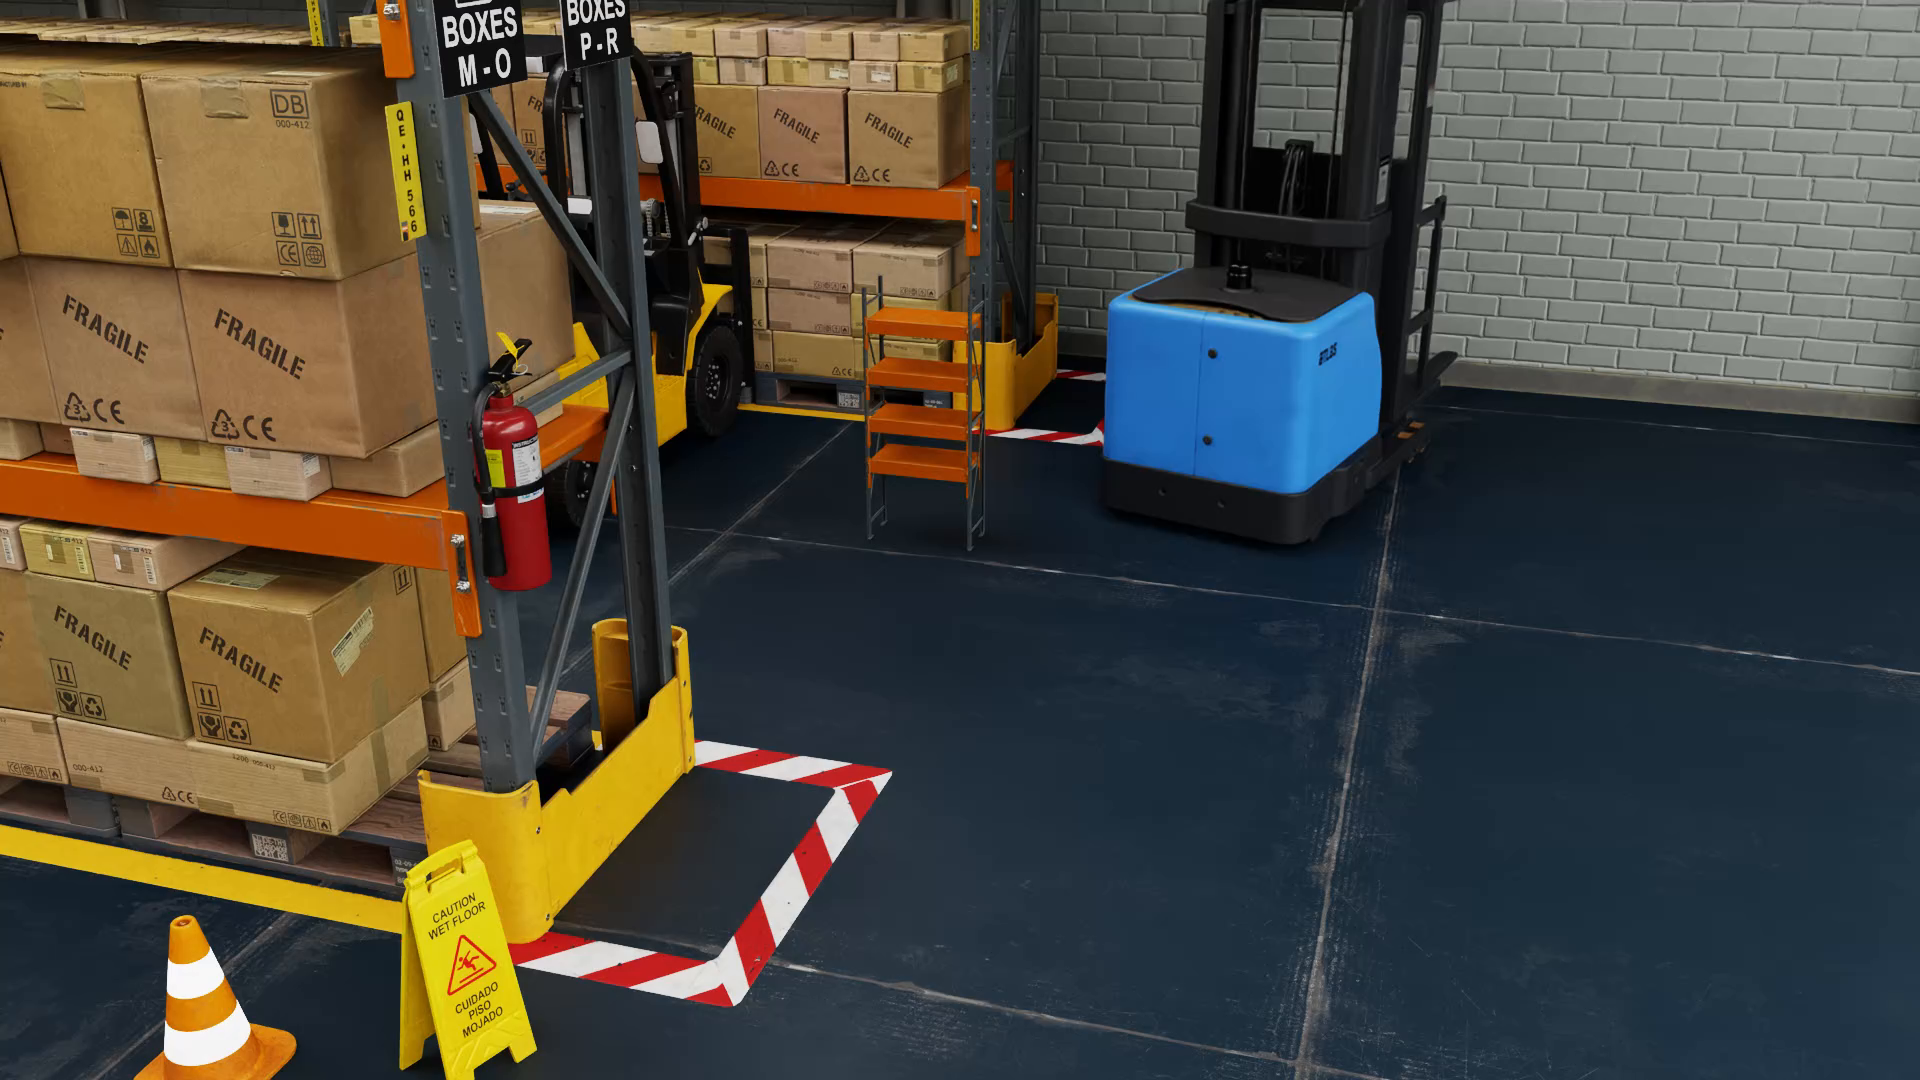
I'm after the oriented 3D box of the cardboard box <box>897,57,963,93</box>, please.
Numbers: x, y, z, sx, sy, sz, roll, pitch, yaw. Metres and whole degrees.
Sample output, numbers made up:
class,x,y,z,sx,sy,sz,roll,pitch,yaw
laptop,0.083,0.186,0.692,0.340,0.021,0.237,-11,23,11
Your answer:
class,x,y,z,sx,sy,sz,roll,pitch,yaw
cardboard box,-0.159,-2.505,8.938,0.250,0.149,0.380,7,23,16

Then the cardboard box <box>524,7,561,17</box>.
class,x,y,z,sx,sy,sz,roll,pitch,yaw
cardboard box,-2.439,-3.148,10.114,0.250,0.149,0.380,6,23,14

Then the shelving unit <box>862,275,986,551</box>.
class,x,y,z,sx,sy,sz,roll,pitch,yaw
shelving unit,-0.158,-0.573,7.587,0.503,1.200,0.258,7,23,16

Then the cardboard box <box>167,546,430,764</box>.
class,x,y,z,sx,sy,sz,roll,pitch,yaw
cardboard box,-2.018,0.319,5.120,0.500,0.500,0.500,7,23,16

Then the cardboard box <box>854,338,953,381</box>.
class,x,y,z,sx,sy,sz,roll,pitch,yaw
cardboard box,-0.287,-1.081,9.523,0.500,0.250,0.500,7,23,16

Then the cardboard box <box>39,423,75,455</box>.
class,x,y,z,sx,sy,sz,roll,pitch,yaw
cardboard box,-2.569,-0.385,5.088,0.250,0.149,0.380,7,23,16

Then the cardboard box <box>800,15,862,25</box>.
class,x,y,z,sx,sy,sz,roll,pitch,yaw
cardboard box,-0.736,-2.918,9.553,0.250,0.149,0.380,7,23,16

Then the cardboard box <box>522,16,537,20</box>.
class,x,y,z,sx,sy,sz,roll,pitch,yaw
cardboard box,-2.616,-2.916,9.548,0.250,0.149,0.380,7,23,17

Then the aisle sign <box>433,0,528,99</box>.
class,x,y,z,sx,sy,sz,roll,pitch,yaw
aisle sign,-1.200,-1.509,4.071,0.004,0.787,0.394,7,23,16

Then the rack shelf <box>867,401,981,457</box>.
class,x,y,z,sx,sy,sz,roll,pitch,yaw
rack shelf,-0.158,-0.511,7.612,0.480,0.148,0.258,7,23,16

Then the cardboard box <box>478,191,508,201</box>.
class,x,y,z,sx,sy,sz,roll,pitch,yaw
cardboard box,-3.048,-2.062,10.596,0.500,0.250,0.500,7,23,17

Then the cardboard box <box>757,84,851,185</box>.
class,x,y,z,sx,sy,sz,roll,pitch,yaw
cardboard box,-0.787,-2.287,9.262,0.500,0.500,0.500,7,23,17

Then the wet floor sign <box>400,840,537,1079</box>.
class,x,y,z,sx,sy,sz,roll,pitch,yaw
wet floor sign,-1.303,1.080,4.286,0.232,0.644,0.267,16,27,34

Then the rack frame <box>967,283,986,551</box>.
class,x,y,z,sx,sy,sz,roll,pitch,yaw
rack frame,0.075,-0.547,7.521,0.015,1.200,0.240,7,23,16

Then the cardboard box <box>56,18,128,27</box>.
class,x,y,z,sx,sy,sz,roll,pitch,yaw
cardboard box,-5.776,-3.389,11.094,0.250,0.149,0.380,6,23,15

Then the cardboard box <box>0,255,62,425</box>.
class,x,y,z,sx,sy,sz,roll,pitch,yaw
cardboard box,-2.731,-0.674,4.938,0.500,0.500,0.500,6,23,15

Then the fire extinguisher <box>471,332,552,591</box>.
class,x,y,z,sx,sy,sz,roll,pitch,yaw
fire extinguisher,-1.199,-0.203,4.413,0.183,0.674,0.296,7,23,16

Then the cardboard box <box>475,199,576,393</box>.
class,x,y,z,sx,sy,sz,roll,pitch,yaw
cardboard box,-1.549,-0.755,5.134,0.500,0.500,0.500,6,23,15

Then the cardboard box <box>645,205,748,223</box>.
class,x,y,z,sx,sy,sz,roll,pitch,yaw
cardboard box,-1.595,-1.899,10.200,0.500,0.250,0.500,6,23,14

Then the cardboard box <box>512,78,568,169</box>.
class,x,y,z,sx,sy,sz,roll,pitch,yaw
cardboard box,-2.237,-2.457,9.676,0.500,0.500,0.500,6,23,15

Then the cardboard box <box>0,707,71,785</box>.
class,x,y,z,sx,sy,sz,roll,pitch,yaw
cardboard box,-3.024,0.554,5.538,0.500,0.250,0.500,6,23,14

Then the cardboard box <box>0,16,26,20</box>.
class,x,y,z,sx,sy,sz,roll,pitch,yaw
cardboard box,-6.522,-3.445,11.229,0.250,0.149,0.380,7,23,15

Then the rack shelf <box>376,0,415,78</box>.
class,x,y,z,sx,sy,sz,roll,pitch,yaw
rack shelf,-3.091,-1.693,4.939,4.000,0.370,1.077,7,23,16

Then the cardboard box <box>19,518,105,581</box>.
class,x,y,z,sx,sy,sz,roll,pitch,yaw
cardboard box,-2.629,-0.025,5.106,0.250,0.149,0.380,7,23,16

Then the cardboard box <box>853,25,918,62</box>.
class,x,y,z,sx,sy,sz,roll,pitch,yaw
cardboard box,-0.395,-2.685,8.984,0.250,0.149,0.380,7,23,16

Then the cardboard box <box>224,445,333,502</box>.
class,x,y,z,sx,sy,sz,roll,pitch,yaw
cardboard box,-1.870,-0.253,4.765,0.250,0.149,0.380,6,23,15

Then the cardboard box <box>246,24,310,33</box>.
class,x,y,z,sx,sy,sz,roll,pitch,yaw
cardboard box,-4.330,-3.200,10.632,0.250,0.149,0.380,6,23,15

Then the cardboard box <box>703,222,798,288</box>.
class,x,y,z,sx,sy,sz,roll,pitch,yaw
cardboard box,-1.253,-1.650,9.592,0.500,0.250,0.500,7,23,16

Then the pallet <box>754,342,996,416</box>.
class,x,y,z,sx,sy,sz,roll,pitch,yaw
pallet,-0.490,-1.001,9.932,1.213,0.211,1.003,7,23,16

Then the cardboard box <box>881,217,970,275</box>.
class,x,y,z,sx,sy,sz,roll,pitch,yaw
cardboard box,-0.151,-1.728,9.784,0.500,0.250,0.500,6,23,15

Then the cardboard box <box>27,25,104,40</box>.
class,x,y,z,sx,sy,sz,roll,pitch,yaw
cardboard box,-5.669,-3.173,10.565,0.250,0.149,0.380,7,23,16

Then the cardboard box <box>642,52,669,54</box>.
class,x,y,z,sx,sy,sz,roll,pitch,yaw
cardboard box,-1.607,-2.697,9.405,0.250,0.149,0.380,6,23,15

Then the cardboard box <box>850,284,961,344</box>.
class,x,y,z,sx,sy,sz,roll,pitch,yaw
cardboard box,-0.302,-1.315,9.436,0.500,0.250,0.500,6,23,15

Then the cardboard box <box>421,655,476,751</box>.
class,x,y,z,sx,sy,sz,roll,pitch,yaw
cardboard box,-1.868,0.471,5.740,0.500,0.250,0.500,6,23,15

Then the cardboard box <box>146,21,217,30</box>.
class,x,y,z,sx,sy,sz,roll,pitch,yaw
cardboard box,-5.055,-3.283,10.833,0.250,0.149,0.380,6,23,15

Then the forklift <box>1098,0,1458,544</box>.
class,x,y,z,sx,sy,sz,roll,pitch,yaw
forklift,1.876,-1.846,8.408,1.130,2.935,3.031,13,26,29

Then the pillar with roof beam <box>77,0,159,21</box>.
class,x,y,z,sx,sy,sz,roll,pitch,yaw
pillar with roof beam,-7.140,-4.495,6.871,0.400,9.000,9.100,7,23,16

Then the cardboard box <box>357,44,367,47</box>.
class,x,y,z,sx,sy,sz,roll,pitch,yaw
cardboard box,-3.346,-2.877,9.844,0.250,0.149,0.380,6,23,15

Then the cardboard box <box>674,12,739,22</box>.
class,x,y,z,sx,sy,sz,roll,pitch,yaw
cardboard box,-1.478,-3.001,9.754,0.250,0.149,0.380,7,23,16

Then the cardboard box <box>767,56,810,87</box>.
class,x,y,z,sx,sy,sz,roll,pitch,yaw
cardboard box,-0.877,-2.604,9.179,0.250,0.149,0.380,6,23,15

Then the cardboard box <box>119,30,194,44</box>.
class,x,y,z,sx,sy,sz,roll,pitch,yaw
cardboard box,-4.961,-3.064,10.300,0.250,0.149,0.380,6,23,14

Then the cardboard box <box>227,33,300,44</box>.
class,x,y,z,sx,sy,sz,roll,pitch,yaw
cardboard box,-4.219,-2.986,10.110,0.250,0.149,0.380,6,23,15

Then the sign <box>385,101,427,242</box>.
class,x,y,z,sx,sy,sz,roll,pitch,yaw
sign,-1.355,-0.901,4.072,0.005,0.325,0.100,7,23,16

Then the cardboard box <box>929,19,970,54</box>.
class,x,y,z,sx,sy,sz,roll,pitch,yaw
cardboard box,-0.006,-2.821,9.316,0.250,0.149,0.380,6,23,14

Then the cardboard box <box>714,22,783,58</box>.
class,x,y,z,sx,sy,sz,roll,pitch,yaw
cardboard box,-1.151,-2.746,9.134,0.250,0.149,0.380,7,23,17

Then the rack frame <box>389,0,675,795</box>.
class,x,y,z,sx,sy,sz,roll,pitch,yaw
rack frame,-1.176,-0.418,4.838,0.127,3.000,1.000,7,23,16

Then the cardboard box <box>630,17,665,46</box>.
class,x,y,z,sx,sy,sz,roll,pitch,yaw
cardboard box,-1.856,-2.869,9.433,0.250,0.149,0.380,7,23,16

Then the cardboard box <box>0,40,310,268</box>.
class,x,y,z,sx,sy,sz,roll,pitch,yaw
cardboard box,-2.210,-1.100,4.657,0.500,0.500,0.700,7,23,16
